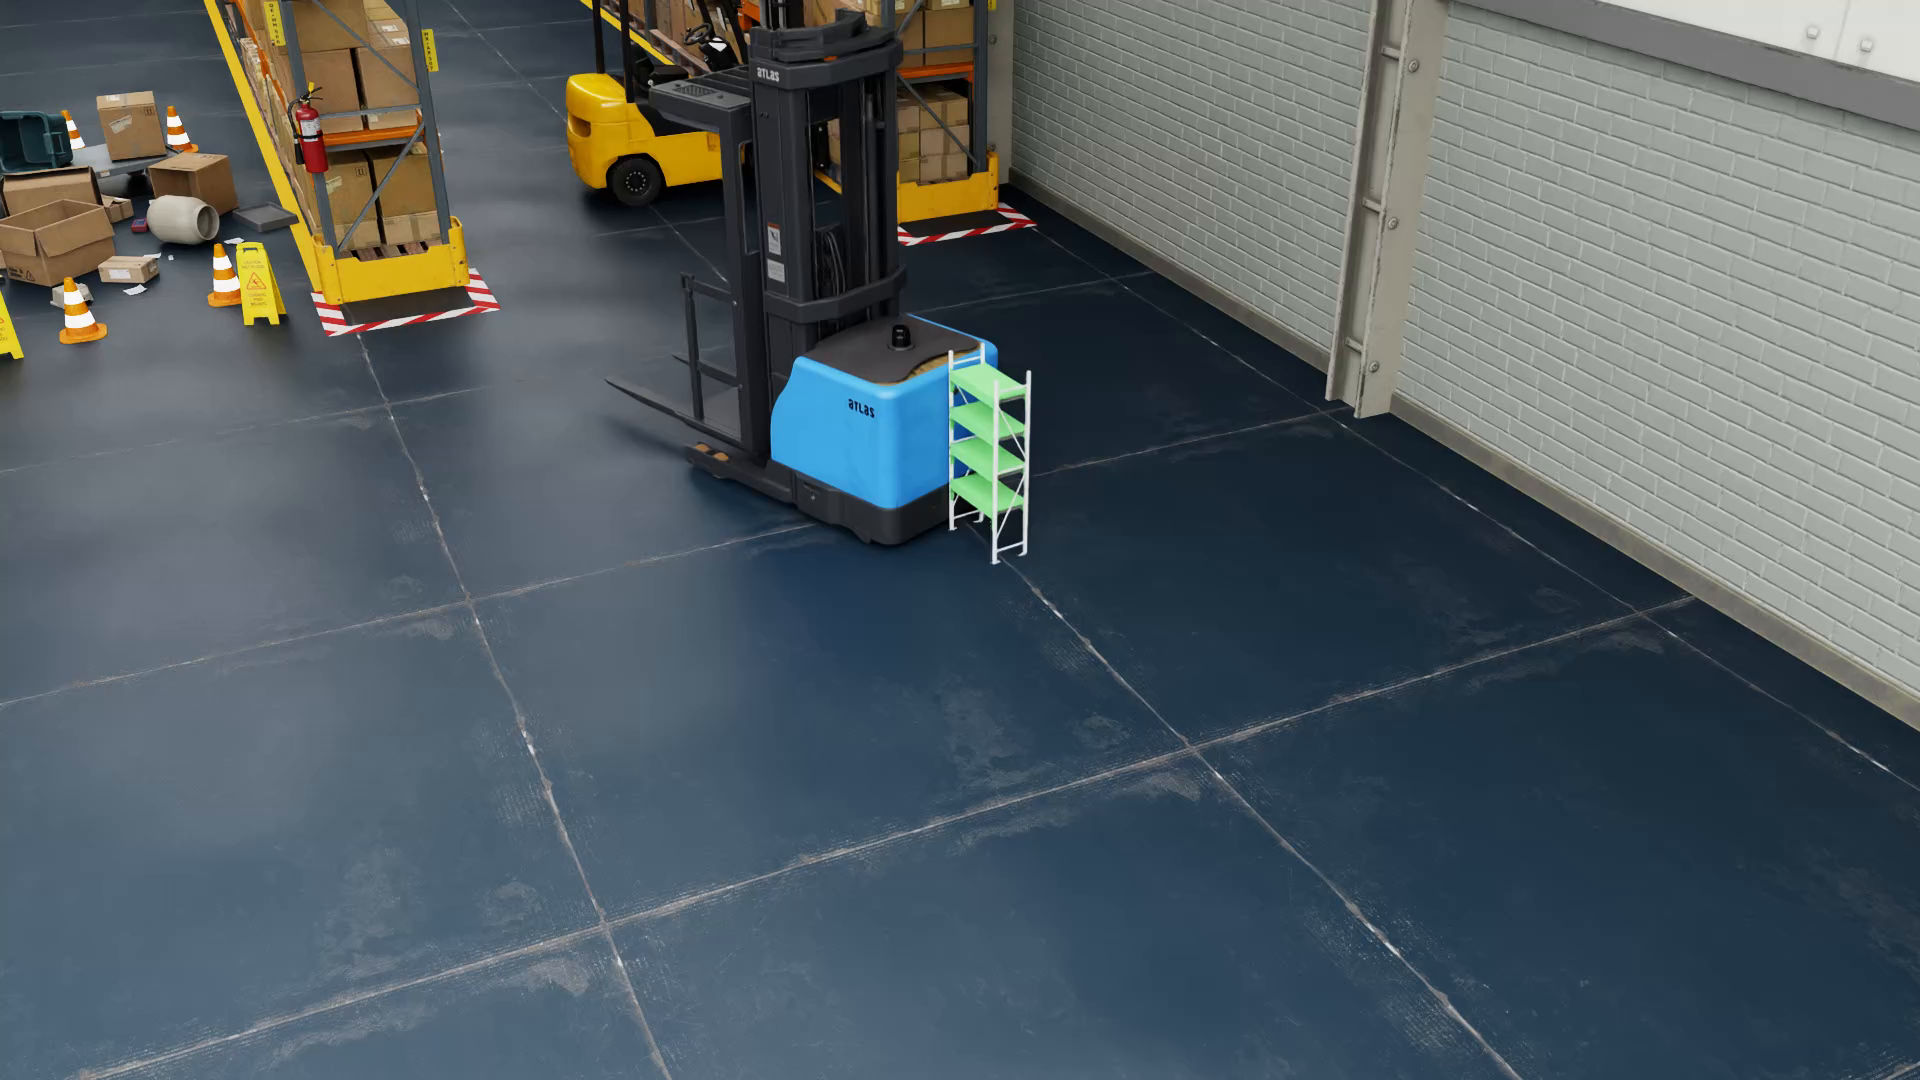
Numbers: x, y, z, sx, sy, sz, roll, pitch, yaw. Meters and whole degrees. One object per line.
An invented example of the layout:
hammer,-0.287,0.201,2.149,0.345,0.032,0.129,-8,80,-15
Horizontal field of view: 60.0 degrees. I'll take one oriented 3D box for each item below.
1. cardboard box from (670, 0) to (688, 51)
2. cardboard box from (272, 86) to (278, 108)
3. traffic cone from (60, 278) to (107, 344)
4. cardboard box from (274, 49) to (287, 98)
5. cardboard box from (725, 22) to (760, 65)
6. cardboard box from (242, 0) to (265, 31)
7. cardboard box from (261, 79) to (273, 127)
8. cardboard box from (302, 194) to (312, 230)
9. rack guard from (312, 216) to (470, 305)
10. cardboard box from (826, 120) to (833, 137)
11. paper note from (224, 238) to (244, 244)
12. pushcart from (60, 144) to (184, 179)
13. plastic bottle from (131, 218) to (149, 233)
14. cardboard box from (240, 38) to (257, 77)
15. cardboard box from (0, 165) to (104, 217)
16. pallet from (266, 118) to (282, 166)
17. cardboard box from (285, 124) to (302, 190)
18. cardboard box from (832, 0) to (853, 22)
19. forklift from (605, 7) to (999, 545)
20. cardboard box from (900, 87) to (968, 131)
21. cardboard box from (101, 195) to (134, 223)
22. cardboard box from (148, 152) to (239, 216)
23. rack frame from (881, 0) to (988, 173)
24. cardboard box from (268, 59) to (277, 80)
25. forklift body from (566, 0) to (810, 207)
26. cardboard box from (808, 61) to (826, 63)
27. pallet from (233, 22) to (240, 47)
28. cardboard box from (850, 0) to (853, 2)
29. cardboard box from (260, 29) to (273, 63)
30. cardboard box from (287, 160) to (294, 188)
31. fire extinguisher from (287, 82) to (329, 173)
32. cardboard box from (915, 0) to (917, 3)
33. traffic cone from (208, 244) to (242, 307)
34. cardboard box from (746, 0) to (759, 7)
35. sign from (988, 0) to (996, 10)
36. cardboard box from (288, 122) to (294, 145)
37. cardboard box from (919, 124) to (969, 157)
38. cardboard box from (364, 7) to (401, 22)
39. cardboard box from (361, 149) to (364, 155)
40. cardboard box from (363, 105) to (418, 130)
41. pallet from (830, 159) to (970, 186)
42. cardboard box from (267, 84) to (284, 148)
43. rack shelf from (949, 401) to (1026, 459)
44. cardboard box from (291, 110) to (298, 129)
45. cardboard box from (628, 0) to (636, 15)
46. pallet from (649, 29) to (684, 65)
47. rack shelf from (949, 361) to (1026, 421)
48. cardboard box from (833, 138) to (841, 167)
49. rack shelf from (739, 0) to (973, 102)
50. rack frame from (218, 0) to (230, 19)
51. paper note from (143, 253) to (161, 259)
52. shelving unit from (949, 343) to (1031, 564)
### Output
cardboard box,-3.115,-6.554,20.842,0.875,0.625,0.625,-12,31,-20
cardboard box,-6.191,-4.143,15.496,0.380,0.149,0.250,-12,31,-20
traffic cone,-6.912,-1.823,13.001,0.336,0.463,0.334,-13,32,-22
cardboard box,-5.398,-3.971,13.832,0.500,0.500,0.500,-13,32,-22
cardboard box,-2.175,-5.580,19.106,0.875,0.625,0.625,-12,31,-20
cardboard box,-5.644,-4.612,13.952,0.700,0.500,0.500,-13,32,-23
cardboard box,-6.962,-4.746,17.877,0.950,0.372,0.625,-11,31,-19
cardboard box,-5.511,-2.909,14.726,0.500,0.250,0.500,-13,32,-22
rack guard,-4.738,-2.337,13.880,1.175,0.500,0.348,-13,32,-22
cardboard box,-1.161,-4.237,16.582,0.500,0.250,0.500,-14,32,-23
paper note,-6.550,-2.705,15.015,0.148,0.019,0.142,26,38,38
pushcart,-8.460,-3.516,16.108,0.936,0.377,1.648,26,38,38
plastic bottle,-7.562,-2.915,15.360,0.133,0.061,0.283,-8,30,-13
cardboard box,-7.906,-5.713,19.602,0.950,0.372,0.625,-15,33,-25
cardboard box,-8.155,-3.020,14.955,0.797,0.637,0.503,-13,32,-22
pallet,-6.758,-4.288,17.654,1.003,0.211,1.213,-13,32,-22
cardboard box,-5.722,-3.458,14.939,0.500,0.500,0.500,-14,32,-23
cardboard box,-0.887,-4.875,15.747,0.500,0.500,0.500,-12,31,-20
forklift,-1.181,-1.852,10.529,3.031,2.935,1.130,24,37,36
cardboard box,-0.259,-4.110,15.845,0.500,0.250,0.500,-14,32,-23
cardboard box,-8.011,-3.158,15.583,0.396,0.266,0.258,13,32,21
cardboard box,-7.192,-3.313,15.617,0.500,0.500,0.500,7,30,13
rack frame,-0.224,-4.438,15.070,1.000,3.000,0.127,-13,32,-22
cardboard box,-6.036,-4.278,15.042,0.380,0.149,0.250,-13,32,-22
forklift body,-2.686,-4.522,16.088,2.313,2.155,1.214,-13,32,-22
cardboard box,-1.364,-4.666,16.837,0.500,0.250,0.500,-14,32,-23
pallet,-8.930,-6.614,21.802,1.003,0.211,1.213,-13,32,-22
cardboard box,-0.818,-5.093,15.473,0.380,0.149,0.250,-12,32,-21
cardboard box,-6.045,-4.640,15.024,0.500,0.500,0.500,-13,32,-22
cardboard box,-6.174,-3.594,15.947,0.500,0.250,0.500,-11,31,-19
fire extinguisher,-5.072,-3.213,12.965,0.296,0.674,0.183,-13,32,-22
cardboard box,-0.299,-5.064,15.422,0.380,0.149,0.250,-13,32,-22
traffic cone,-6.055,-2.207,13.685,0.336,0.463,0.334,-13,32,-22
cardboard box,-1.986,-5.998,17.749,0.500,0.500,0.500,-14,32,-23
sign,0.280,-4.964,15.042,0.100,0.325,0.005,-13,32,-22
cardboard box,-5.608,-3.547,14.433,0.380,0.149,0.250,-13,32,-21
cardboard box,-0.238,-3.891,15.966,0.500,0.250,0.500,-12,32,-21
cardboard box,-5.103,-4.288,14.396,0.500,0.500,0.500,-14,32,-23
cardboard box,-5.041,-3.360,14.763,0.500,0.500,0.500,-14,32,-24
cardboard box,-4.664,-3.478,13.615,0.380,0.149,0.250,-13,32,-22
pallet,-0.590,-3.551,16.339,1.003,0.211,1.213,-13,32,-22
cardboard box,-6.413,-4.155,16.180,0.500,0.500,0.500,-12,31,-20
rack shelf,0.170,-0.665,9.822,0.258,0.148,0.480,-17,33,-28
cardboard box,-5.268,-3.493,13.643,0.380,0.149,0.250,-13,32,-23
cardboard box,-4.239,-7.430,22.532,0.500,0.500,0.500,-14,32,-23
pallet,-3.340,-6.384,21.391,1.003,0.211,1.213,-13,32,-22
rack shelf,0.170,-0.874,9.704,0.258,0.148,0.480,-17,33,-28
cardboard box,-0.916,-3.785,16.287,0.500,0.250,0.500,-13,32,-22
rack shelf,-1.083,-5.008,16.822,1.077,0.370,4.000,-13,32,-22
rack frame,-9.857,-8.695,22.662,1.000,3.000,0.127,-13,32,-22
paper note,-7.138,-2.500,14.662,0.148,0.019,0.142,-3,29,-5
shelving unit,0.170,-0.511,9.908,0.258,1.200,0.503,-17,33,-28
